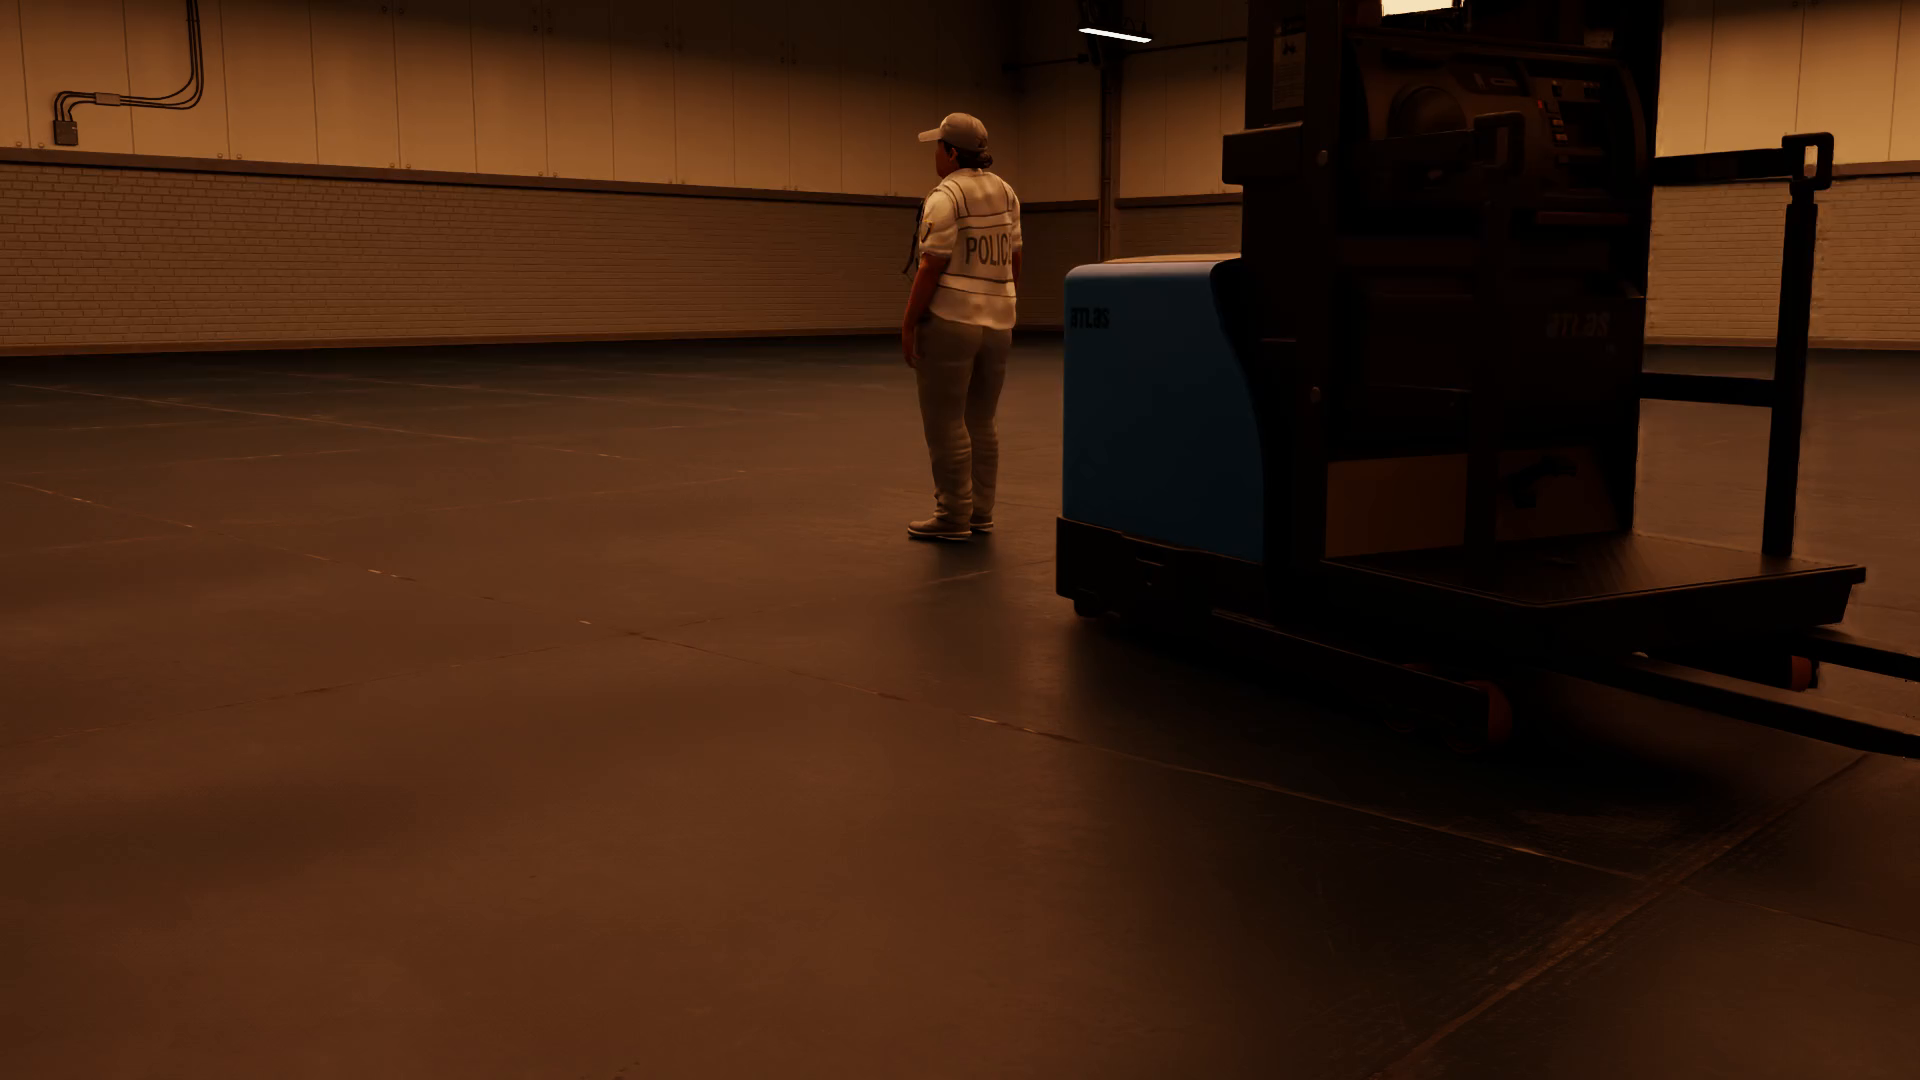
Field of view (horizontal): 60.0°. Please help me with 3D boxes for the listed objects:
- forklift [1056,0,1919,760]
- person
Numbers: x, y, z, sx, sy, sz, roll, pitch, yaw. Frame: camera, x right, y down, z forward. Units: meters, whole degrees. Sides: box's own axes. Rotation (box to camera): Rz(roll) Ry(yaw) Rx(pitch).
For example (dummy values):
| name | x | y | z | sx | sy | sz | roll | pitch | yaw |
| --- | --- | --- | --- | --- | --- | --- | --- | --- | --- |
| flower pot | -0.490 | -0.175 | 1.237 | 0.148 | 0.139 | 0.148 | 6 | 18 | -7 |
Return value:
| name | x | y | z | sx | sy | sz | roll | pitch | yaw |
| --- | --- | --- | --- | --- | --- | --- | --- | --- | --- |
| forklift | 1.433 | -1.058 | 3.899 | 1.130 | 2.935 | 3.031 | -5 | 10 | -28 |
| person | -0.039 | -0.841 | 6.661 | 0.529 | 1.670 | 0.598 | 8 | 12 | 43 |
